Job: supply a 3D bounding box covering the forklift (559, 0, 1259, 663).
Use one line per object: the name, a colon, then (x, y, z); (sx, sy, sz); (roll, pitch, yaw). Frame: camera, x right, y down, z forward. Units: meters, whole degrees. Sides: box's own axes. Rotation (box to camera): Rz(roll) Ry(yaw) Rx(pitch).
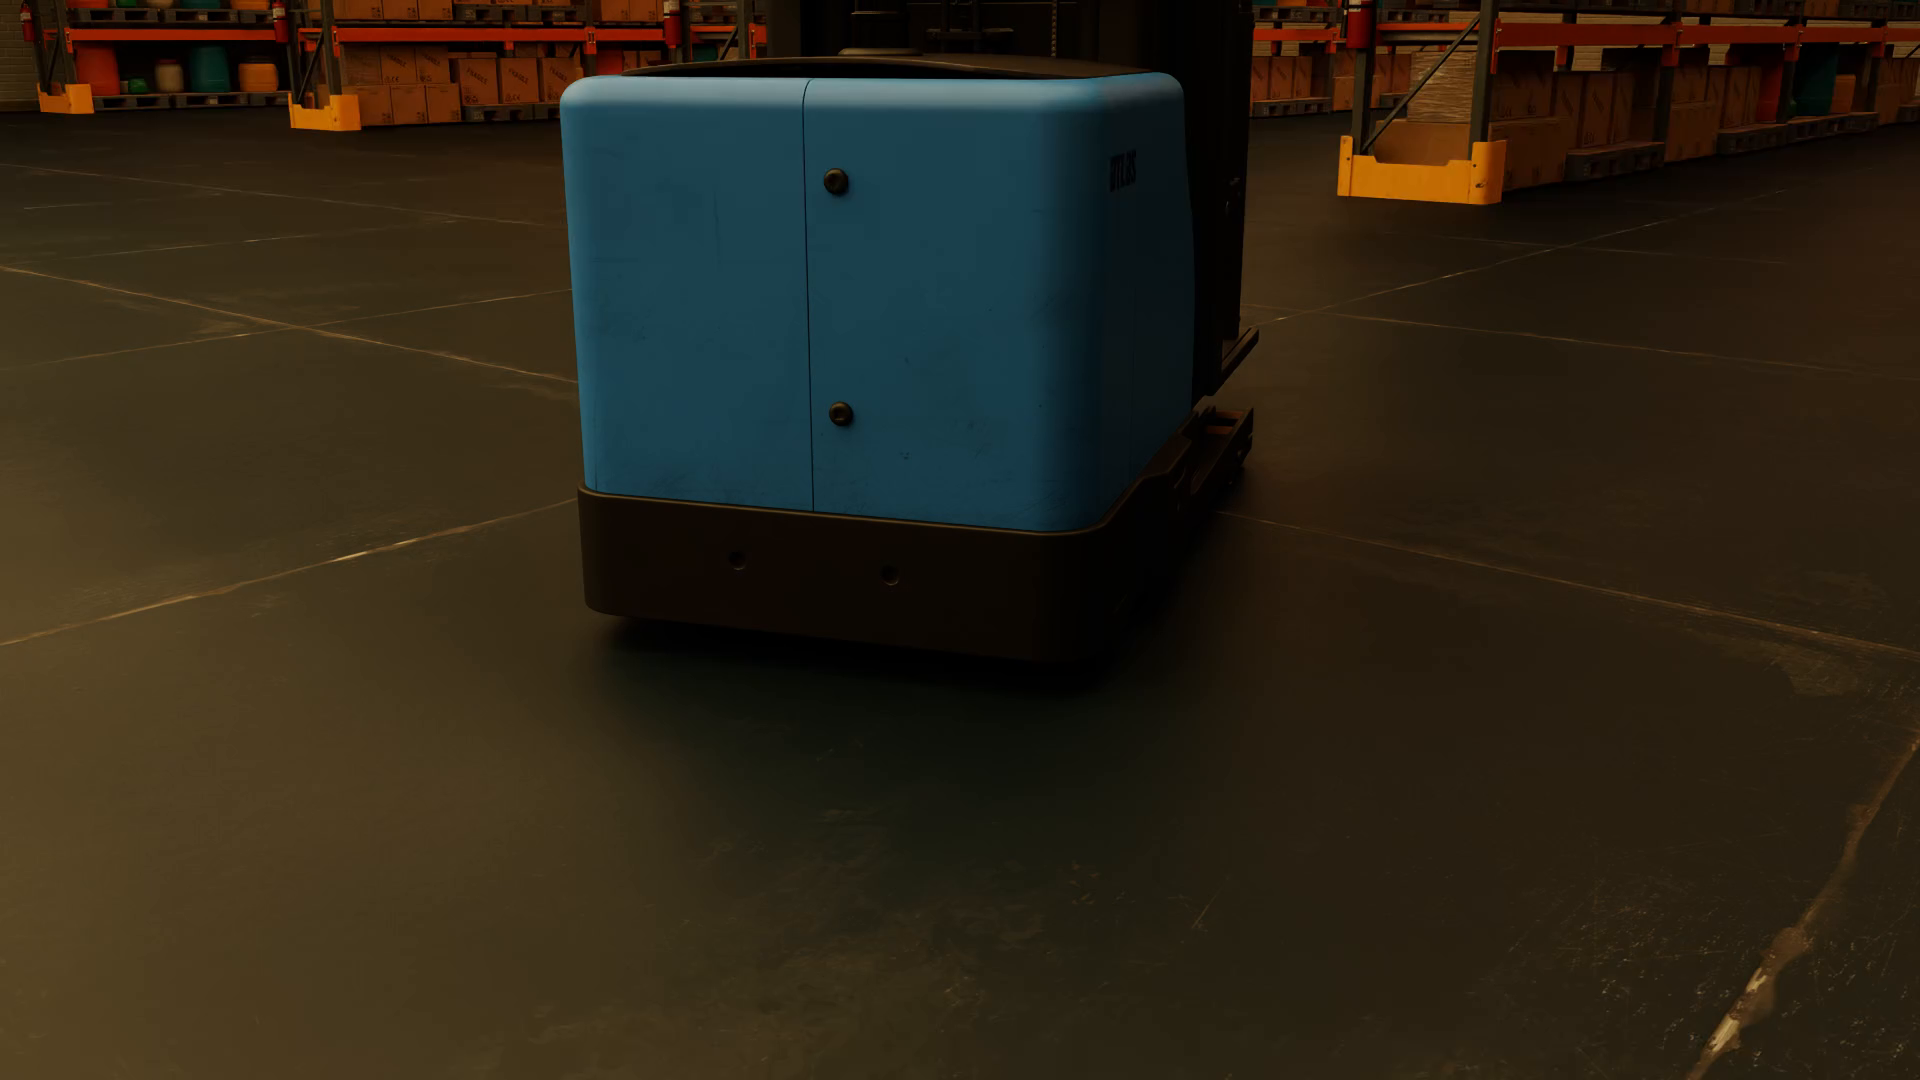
forklift: (0.182, -1.571, 4.072); (1.130, 2.935, 3.031); (5, 18, 17)
